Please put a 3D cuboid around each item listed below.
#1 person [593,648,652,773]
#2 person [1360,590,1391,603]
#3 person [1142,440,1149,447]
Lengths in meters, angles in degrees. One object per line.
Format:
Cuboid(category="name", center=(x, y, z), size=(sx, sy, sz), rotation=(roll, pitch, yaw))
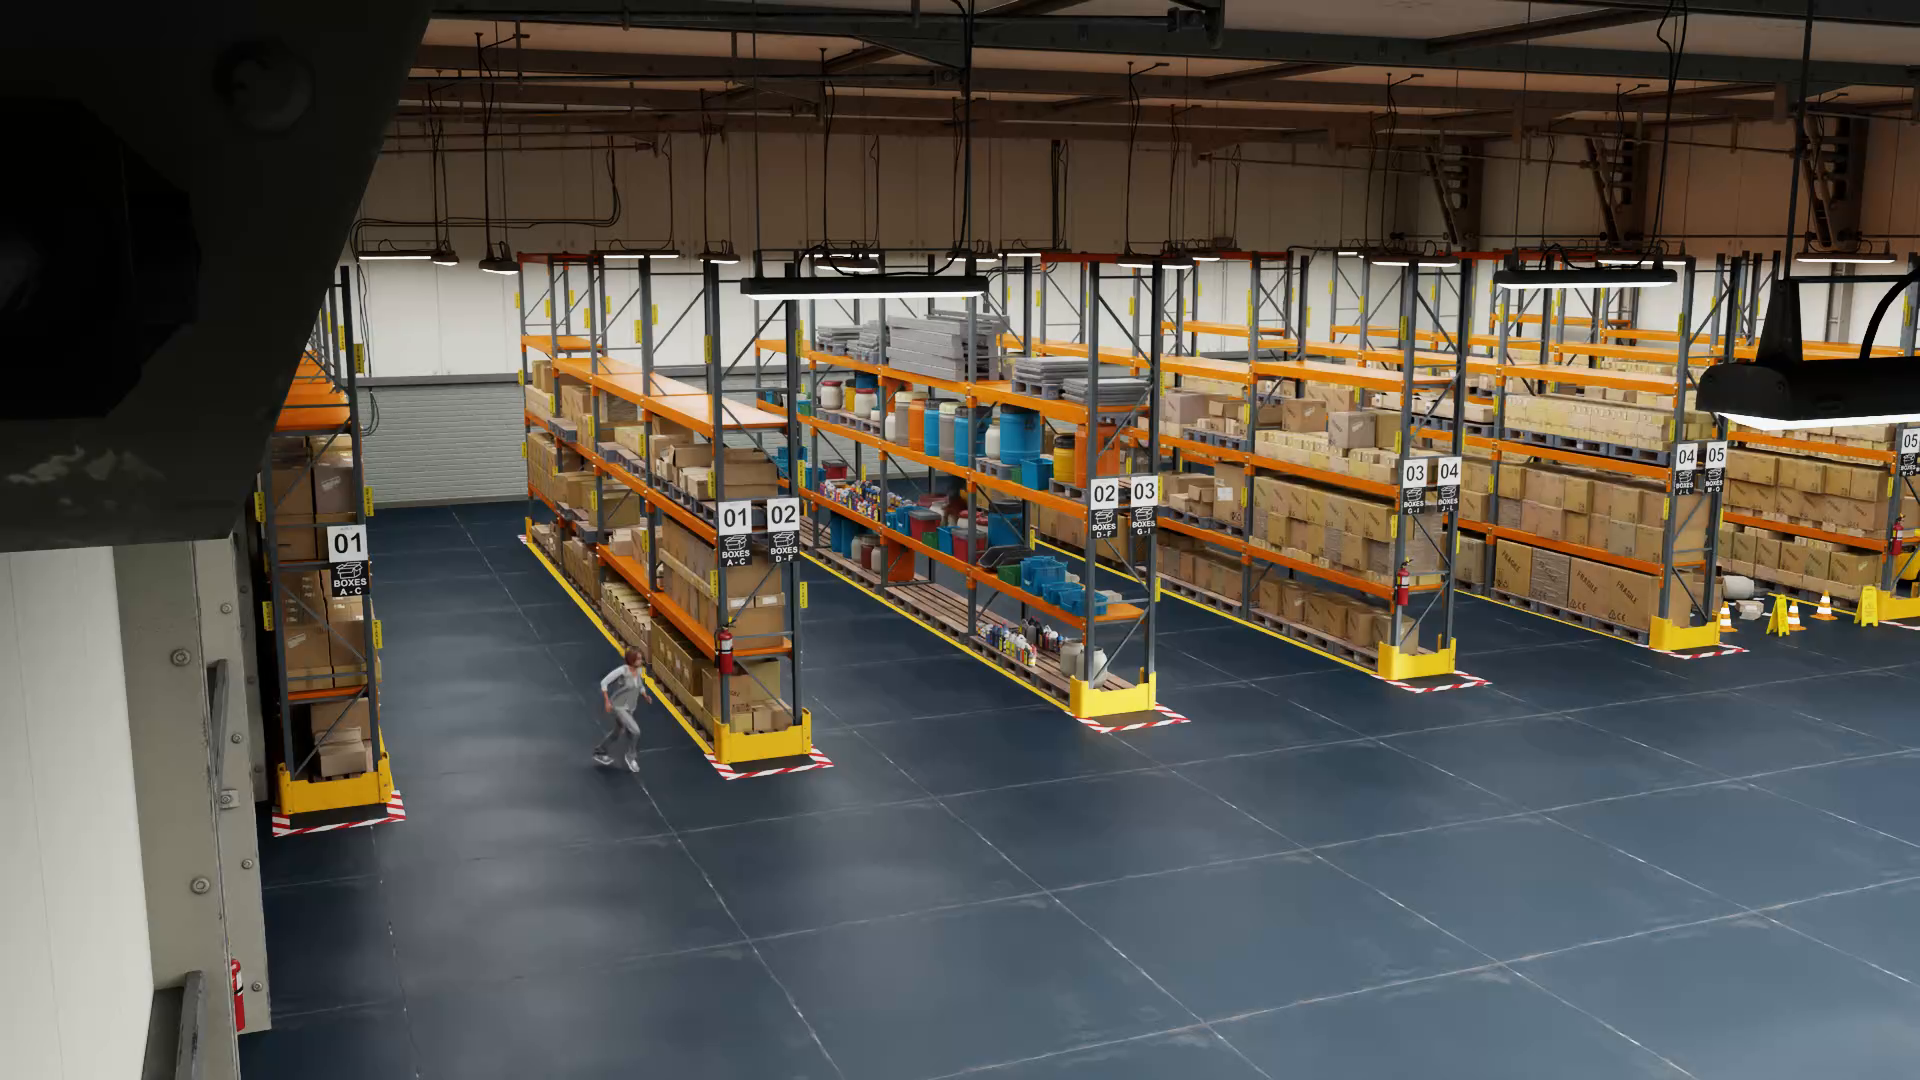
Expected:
Cuboid(category="person", center=(-4.045, 2.012, 19.836), size=(0.842, 1.526, 0.523), rotation=(6, 12, 30))
Cuboid(category="person", center=(7.367, 0.317, 28.719), size=(0.711, 1.617, 1.155), rotation=(-4, 11, -23))
Cuboid(category="person", center=(4.770, -1.982, 41.655), size=(0.563, 1.548, 0.552), rotation=(-6, 12, -28))
